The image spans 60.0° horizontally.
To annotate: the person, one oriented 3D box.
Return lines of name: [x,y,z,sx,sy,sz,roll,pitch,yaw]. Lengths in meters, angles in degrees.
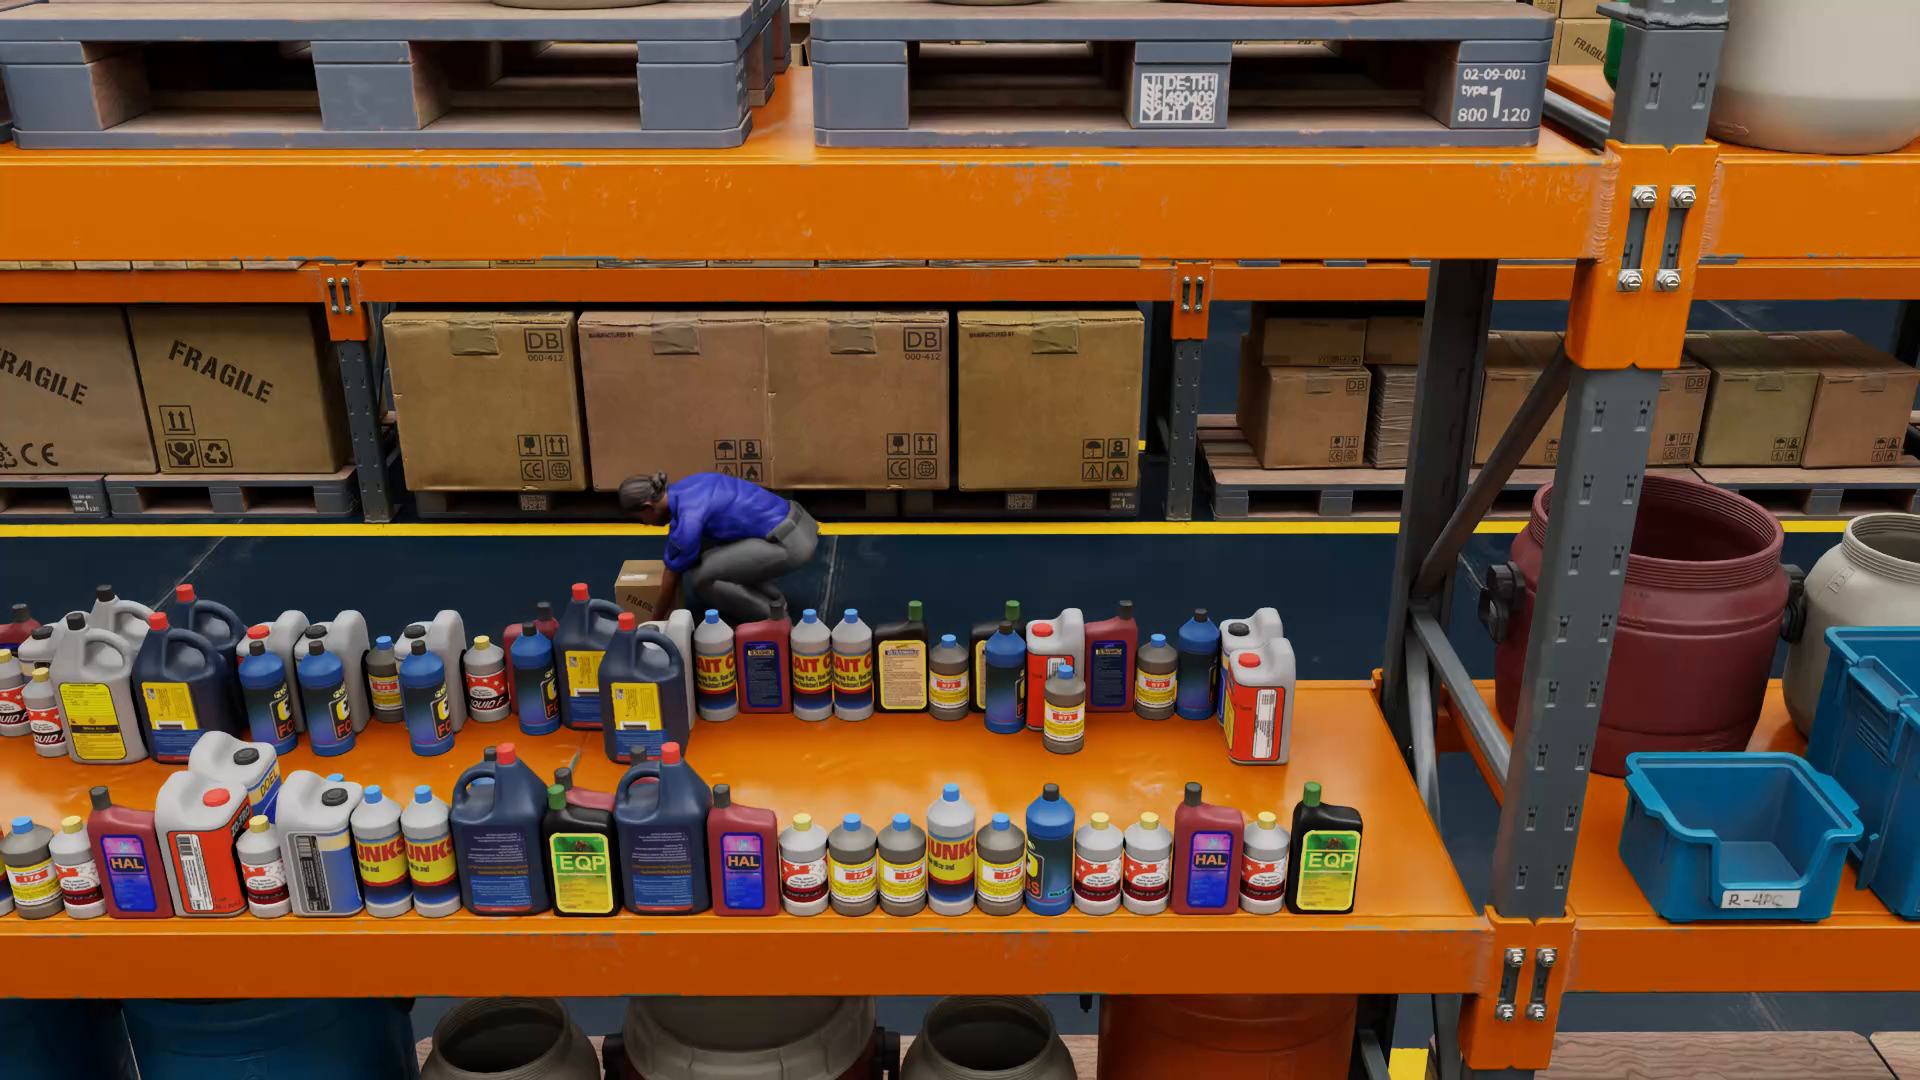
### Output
person: [-1.024,0.059,7.159,0.838,0.790,0.460,-1,24,-2]
